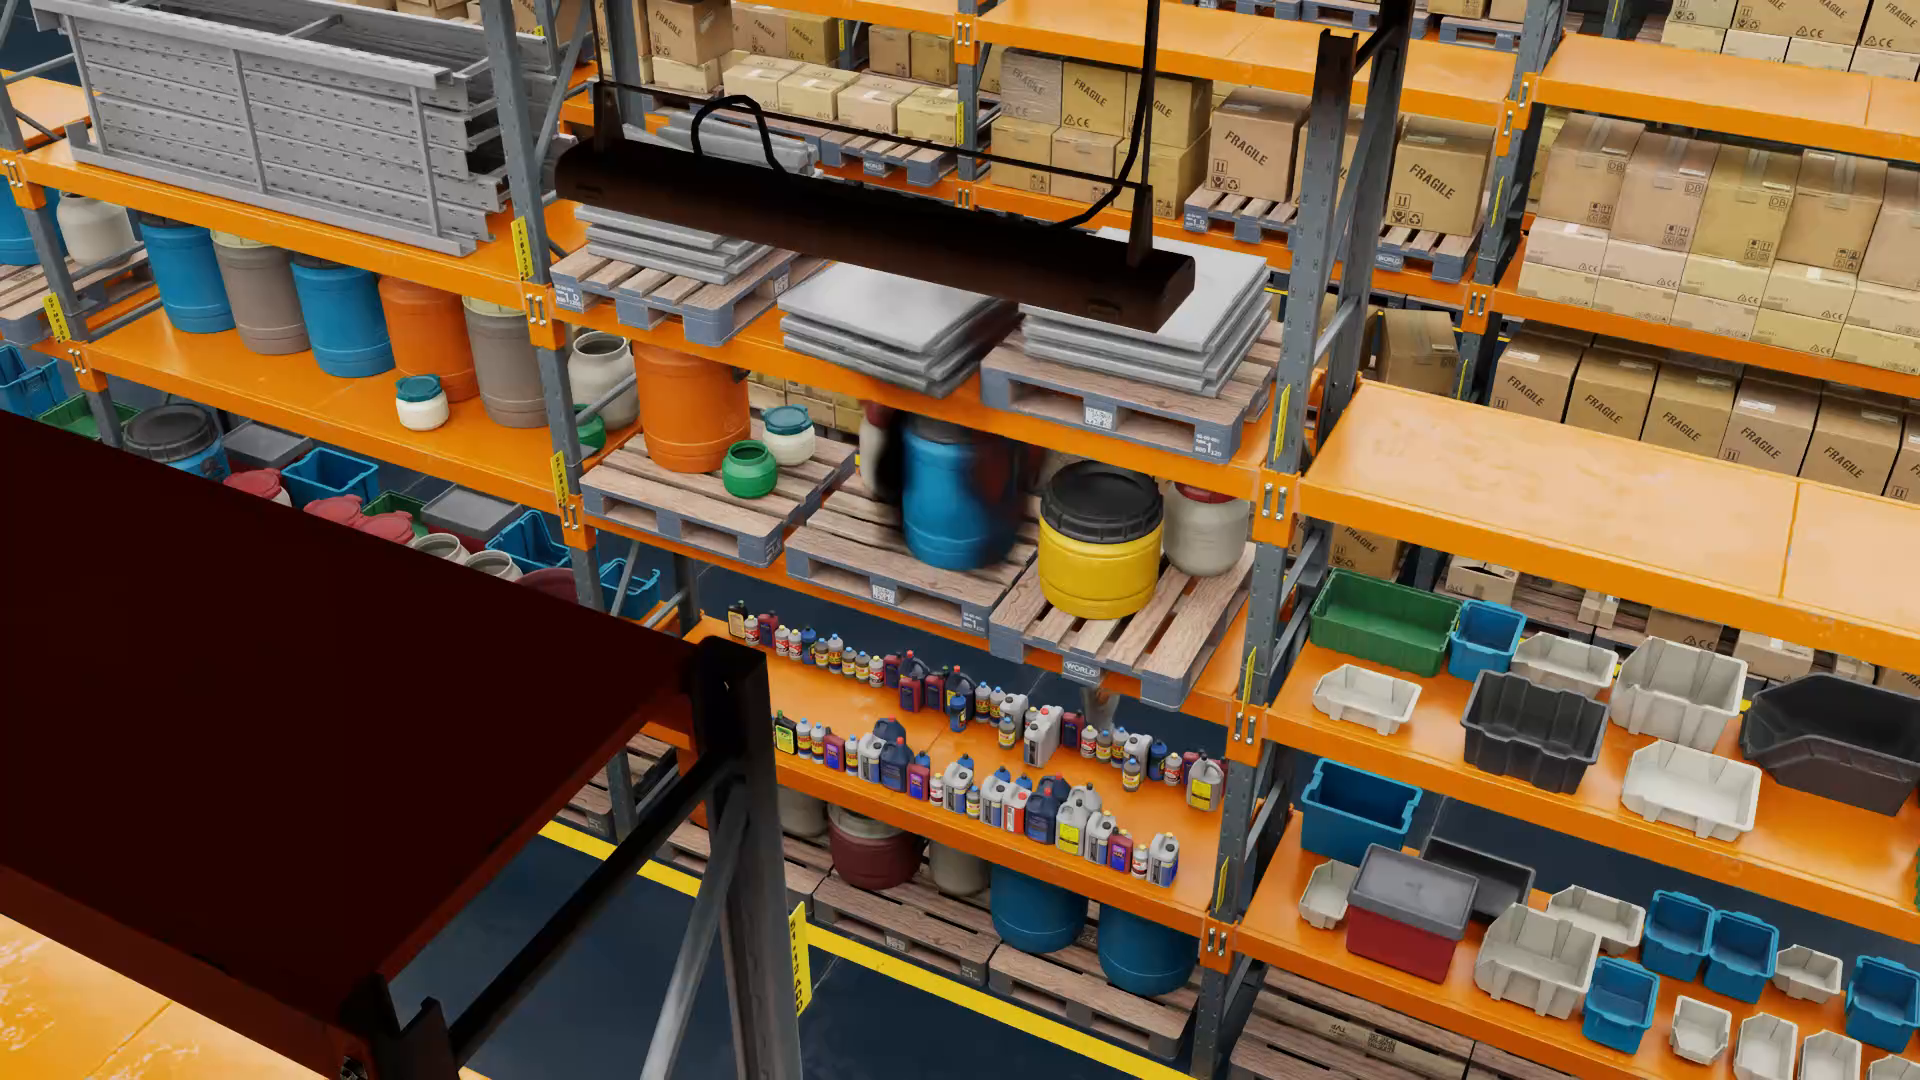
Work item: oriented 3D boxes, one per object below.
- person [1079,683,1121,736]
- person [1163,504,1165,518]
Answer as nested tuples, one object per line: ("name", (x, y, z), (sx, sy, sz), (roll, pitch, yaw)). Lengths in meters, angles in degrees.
("person", (0.922, 0.872, 11.205), (0.428, 1.647, 0.559), (-7, 36, -10))
("person", (1.599, 0.238, 12.150), (0.487, 1.612, 0.467), (-11, 37, -15))
